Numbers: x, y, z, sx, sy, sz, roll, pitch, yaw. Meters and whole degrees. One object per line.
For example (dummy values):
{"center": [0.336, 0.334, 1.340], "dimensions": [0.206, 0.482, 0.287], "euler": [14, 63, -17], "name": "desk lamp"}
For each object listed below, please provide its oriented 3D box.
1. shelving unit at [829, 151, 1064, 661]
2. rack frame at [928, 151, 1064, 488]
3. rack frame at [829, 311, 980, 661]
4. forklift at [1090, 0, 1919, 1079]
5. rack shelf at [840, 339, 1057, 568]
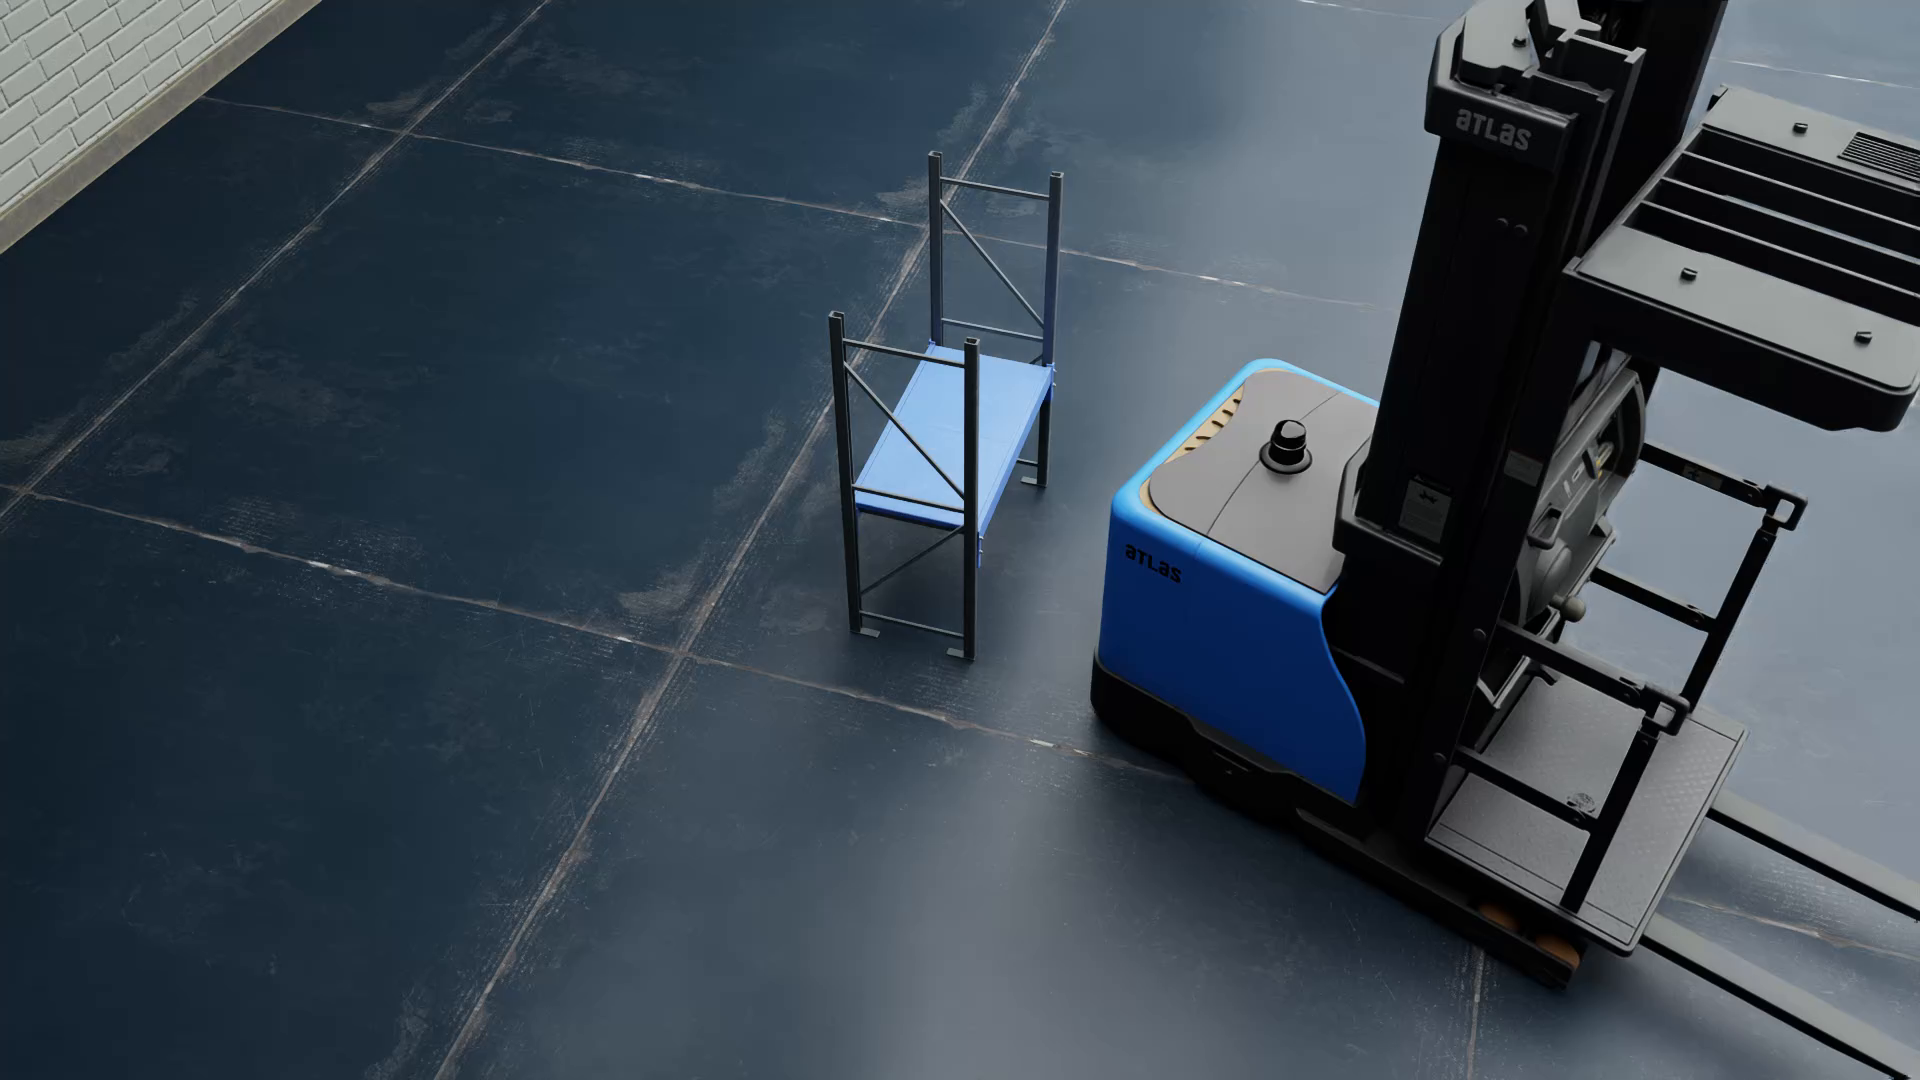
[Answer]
{"center": [-0.026, -0.479, 6.167], "dimensions": [0.538, 1.500, 1.048], "euler": [13, 46, 12], "name": "shelving unit"}
{"center": [0.128, -0.818, 6.514], "dimensions": [0.500, 1.500, 0.032], "euler": [13, 46, 12], "name": "rack frame"}
{"center": [-0.180, -0.140, 5.821], "dimensions": [0.500, 1.500, 0.032], "euler": [13, 46, 12], "name": "rack frame"}
{"center": [1.955, -0.057, 4.713], "dimensions": [3.031, 2.935, 1.130], "euler": [28, 51, 26], "name": "forklift"}
{"center": [-0.026, -0.351, 6.293], "dimensions": [0.538, 0.185, 1.000], "euler": [13, 46, 12], "name": "rack shelf"}
